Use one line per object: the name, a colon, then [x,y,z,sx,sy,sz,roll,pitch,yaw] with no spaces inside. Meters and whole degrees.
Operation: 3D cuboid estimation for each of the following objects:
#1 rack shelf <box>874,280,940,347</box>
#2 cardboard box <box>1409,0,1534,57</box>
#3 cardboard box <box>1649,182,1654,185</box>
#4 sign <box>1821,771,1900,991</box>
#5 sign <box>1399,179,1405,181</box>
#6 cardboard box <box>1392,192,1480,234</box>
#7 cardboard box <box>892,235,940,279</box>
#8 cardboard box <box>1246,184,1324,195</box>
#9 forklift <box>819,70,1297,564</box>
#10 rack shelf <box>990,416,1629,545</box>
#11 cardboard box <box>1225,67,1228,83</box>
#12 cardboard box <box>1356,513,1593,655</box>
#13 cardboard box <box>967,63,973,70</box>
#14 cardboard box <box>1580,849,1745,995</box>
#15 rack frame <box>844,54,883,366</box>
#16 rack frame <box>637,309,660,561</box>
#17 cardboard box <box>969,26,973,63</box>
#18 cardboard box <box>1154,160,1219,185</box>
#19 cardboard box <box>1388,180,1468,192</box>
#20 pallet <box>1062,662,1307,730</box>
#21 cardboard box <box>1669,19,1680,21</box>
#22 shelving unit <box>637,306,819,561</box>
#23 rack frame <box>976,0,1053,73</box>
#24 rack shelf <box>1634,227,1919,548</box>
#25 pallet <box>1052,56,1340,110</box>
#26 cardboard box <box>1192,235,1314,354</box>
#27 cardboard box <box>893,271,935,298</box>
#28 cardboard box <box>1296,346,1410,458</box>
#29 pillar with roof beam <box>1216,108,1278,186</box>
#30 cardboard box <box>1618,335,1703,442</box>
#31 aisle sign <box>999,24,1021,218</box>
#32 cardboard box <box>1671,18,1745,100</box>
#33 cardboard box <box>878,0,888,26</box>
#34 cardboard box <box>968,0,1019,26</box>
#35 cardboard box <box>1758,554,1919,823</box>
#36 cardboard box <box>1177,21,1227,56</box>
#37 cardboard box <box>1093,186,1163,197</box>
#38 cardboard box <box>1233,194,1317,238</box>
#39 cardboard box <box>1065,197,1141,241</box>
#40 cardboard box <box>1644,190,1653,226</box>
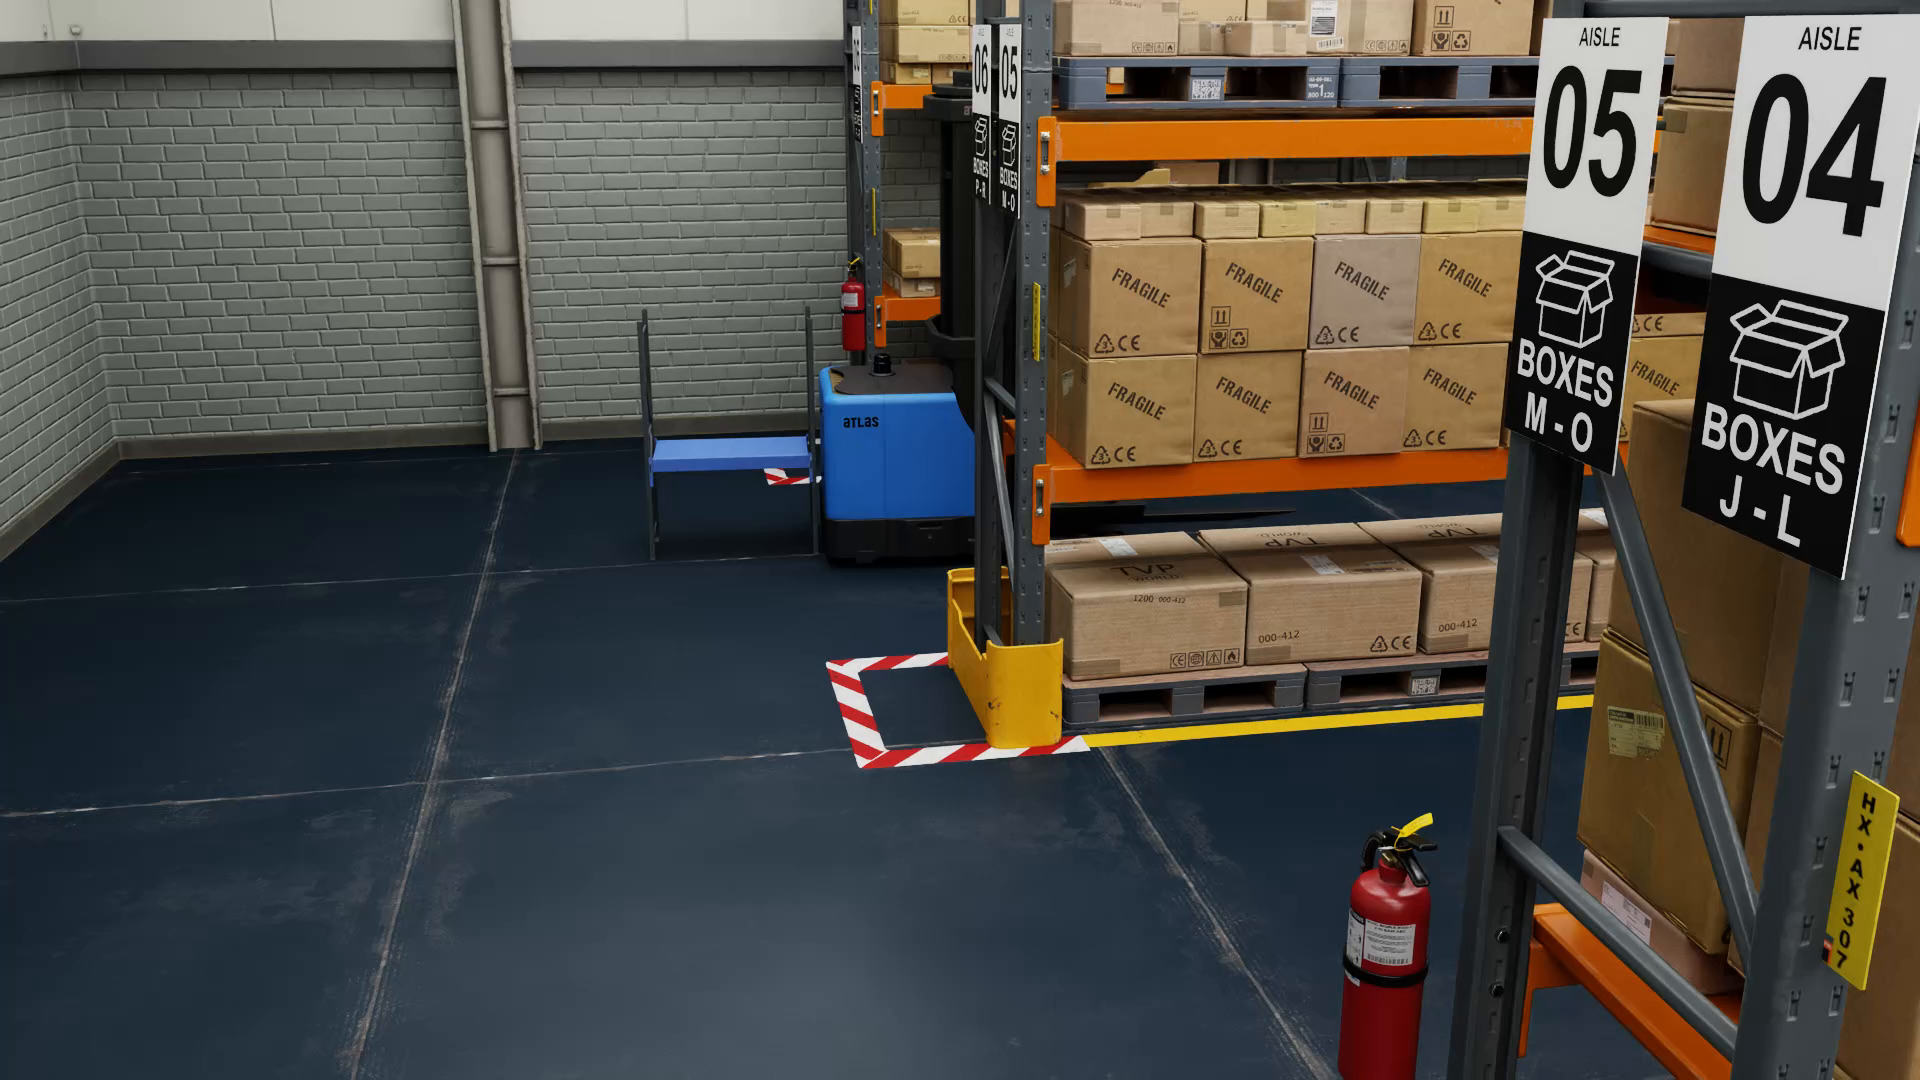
rack shelf: [1.247,-1.843,12.928,4.000,0.370,1.077,-3,17,-10]
cardboard box: [2.236,-2.444,7.495,0.500,0.500,0.500,-3,17,-9]
cardboard box: [3.305,-1.715,8.309,0.250,0.149,0.380,-3,17,-11]
sign: [1.370,0.519,2.537,0.005,0.325,0.100,-3,17,-10]
sign: [3.321,-2.556,12.550,0.005,0.325,0.100,-3,17,-10]
cardboard box: [2.160,-1.495,7.591,0.250,0.149,0.380,-4,17,-12]
cardboard box: [-0.221,-2.093,12.267,0.500,0.250,0.500,-3,17,-10]
cardboard box: [1.550,-1.614,7.980,0.250,0.149,0.380,-3,17,-11]
forklift: [0.622,-1.423,10.451,3.031,2.935,1.130,-2,17,-6]
rack shelf: [2.192,-0.412,8.270,4.000,0.370,1.077,-3,17,-10]
cardboard box: [1.897,-3.463,12.295,0.250,0.149,0.380,-3,17,-9]
cardboard box: [2.640,0.211,8.665,0.875,0.438,0.875,-4,17,-12]
cardboard box: [0.148,-3.371,11.998,0.250,0.149,0.380,-3,17,-10]
cardboard box: [1.533,0.797,3.535,0.250,0.149,0.380,-3,17,-10]
rack frame: [-0.717,-2.075,12.459,0.127,3.000,1.000,-3,17,-10]
rack frame: [-1.948,-0.661,10.411,0.032,1.500,0.500,-2,17,-6]
cardboard box: [0.266,-3.560,11.933,0.500,0.250,0.500,-3,17,-9]
cardboard box: [1.698,-2.721,13.033,0.500,0.500,0.500,-4,17,-12]
cardboard box: [2.297,-1.681,8.198,0.250,0.149,0.380,-3,17,-10]
pallet: [0.998,0.621,8.429,1.213,0.211,1.003,-3,17,-10]
cardboard box: [3.538,-2.625,8.086,0.500,0.500,0.500,-3,17,-10]
shelving unit: [-1.444,-0.679,10.467,1.048,1.500,0.538,-2,17,-6]
rack frame: [0.228,-3.512,6.920,0.127,3.000,1.000,-3,17,-10]
rack shelf: [3.230,-0.425,3.201,4.000,0.370,1.077,-3,17,-10]
pallet: [0.955,-2.080,7.518,1.213,0.211,1.003,-3,17,-10]
cardboard box: [1.259,-1.146,7.560,0.500,0.500,0.500,-4,17,-12]
cardboard box: [-0.342,-1.894,12.298,0.250,0.149,0.380,-3,17,-11]
cardboard box: [1.748,-0.696,7.797,0.500,0.500,0.500,-3,17,-11]
pillar with roof beam: [3.172,-4.146,8.983,0.400,9.000,9.100,-3,17,-10]
cardboard box: [3.245,-0.785,8.089,0.500,0.500,0.500,-4,17,-12]
aisle sign: [0.213,-1.800,7.134,0.004,0.787,0.394,-3,17,-10]
cardboard box: [1.670,-0.923,3.004,0.500,0.250,0.500,-4,17,-12]
cardboard box: [-0.334,-3.924,12.266,0.500,0.250,0.500,-4,17,-12]
cardboard box: [0.269,-3.794,11.843,0.500,0.250,0.500,-3,17,-11]
cardboard box: [1.758,0.160,2.801,0.500,0.500,0.500,-3,17,-11]
cardboard box: [1.049,-2.304,7.639,0.250,0.149,0.380,-5,18,-15]
cardboard box: [0.787,-1.579,7.866,0.250,0.149,0.380,-3,17,-9]
cardboard box: [1.405,-1.457,7.468,0.250,0.149,0.380,-4,17,-12]
cardboard box: [0.629,-1.420,7.349,0.250,0.149,0.380,-3,17,-9]
cardboard box: [3.142,-1.580,7.871,0.250,0.149,0.380,-3,17,-11]
